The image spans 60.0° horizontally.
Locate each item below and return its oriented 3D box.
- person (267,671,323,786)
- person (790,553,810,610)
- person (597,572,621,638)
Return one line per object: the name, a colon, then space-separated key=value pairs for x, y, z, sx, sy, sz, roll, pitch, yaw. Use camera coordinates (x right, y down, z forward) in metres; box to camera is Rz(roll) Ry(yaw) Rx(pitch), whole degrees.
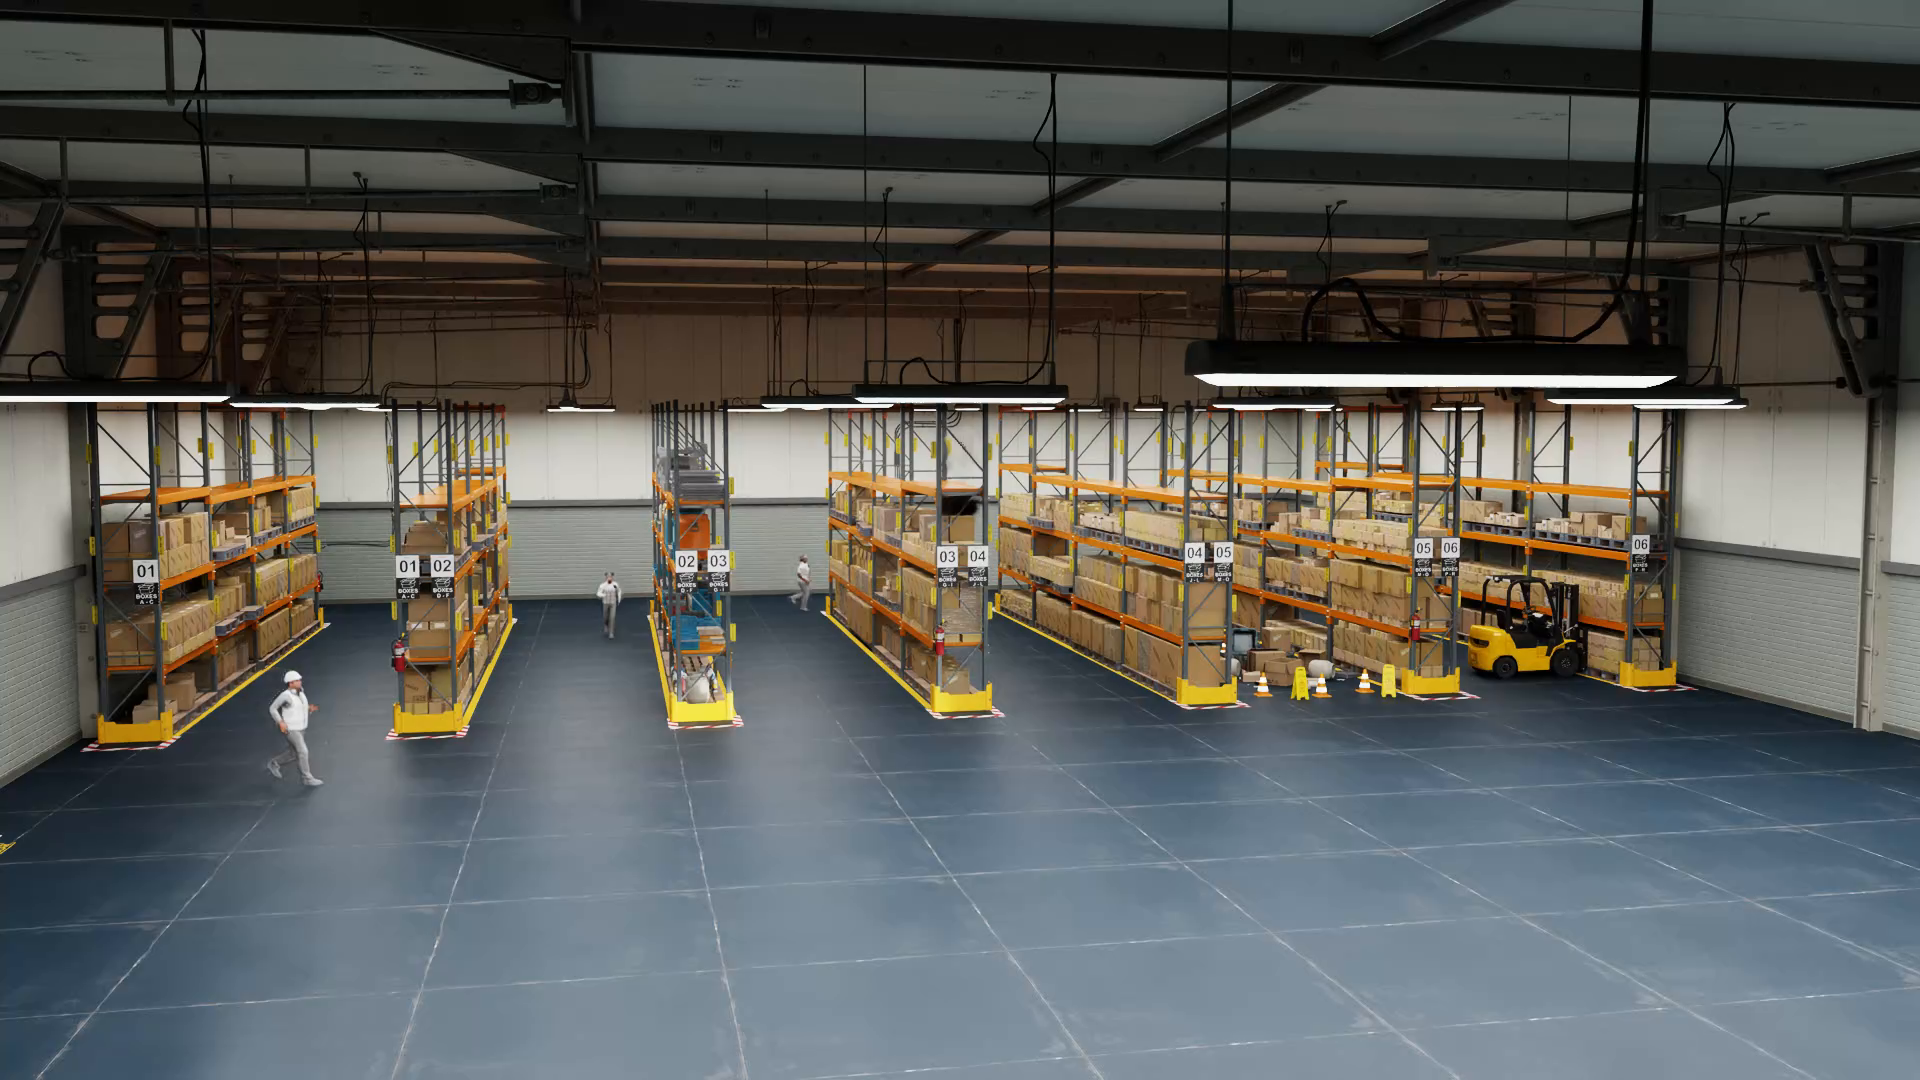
person: x=-10.274 y=2.889 z=25.584 sx=0.940 sy=1.755 sz=0.658 roll=1 pitch=4 yaw=7
person: x=-4.686 y=1.229 z=48.814 sx=0.626 sy=1.681 sz=0.587 roll=1 pitch=4 yaw=10
person: x=-9.003 y=1.645 z=42.729 sx=0.628 sy=1.681 sz=0.873 roll=-1 pitch=4 yaw=-16
